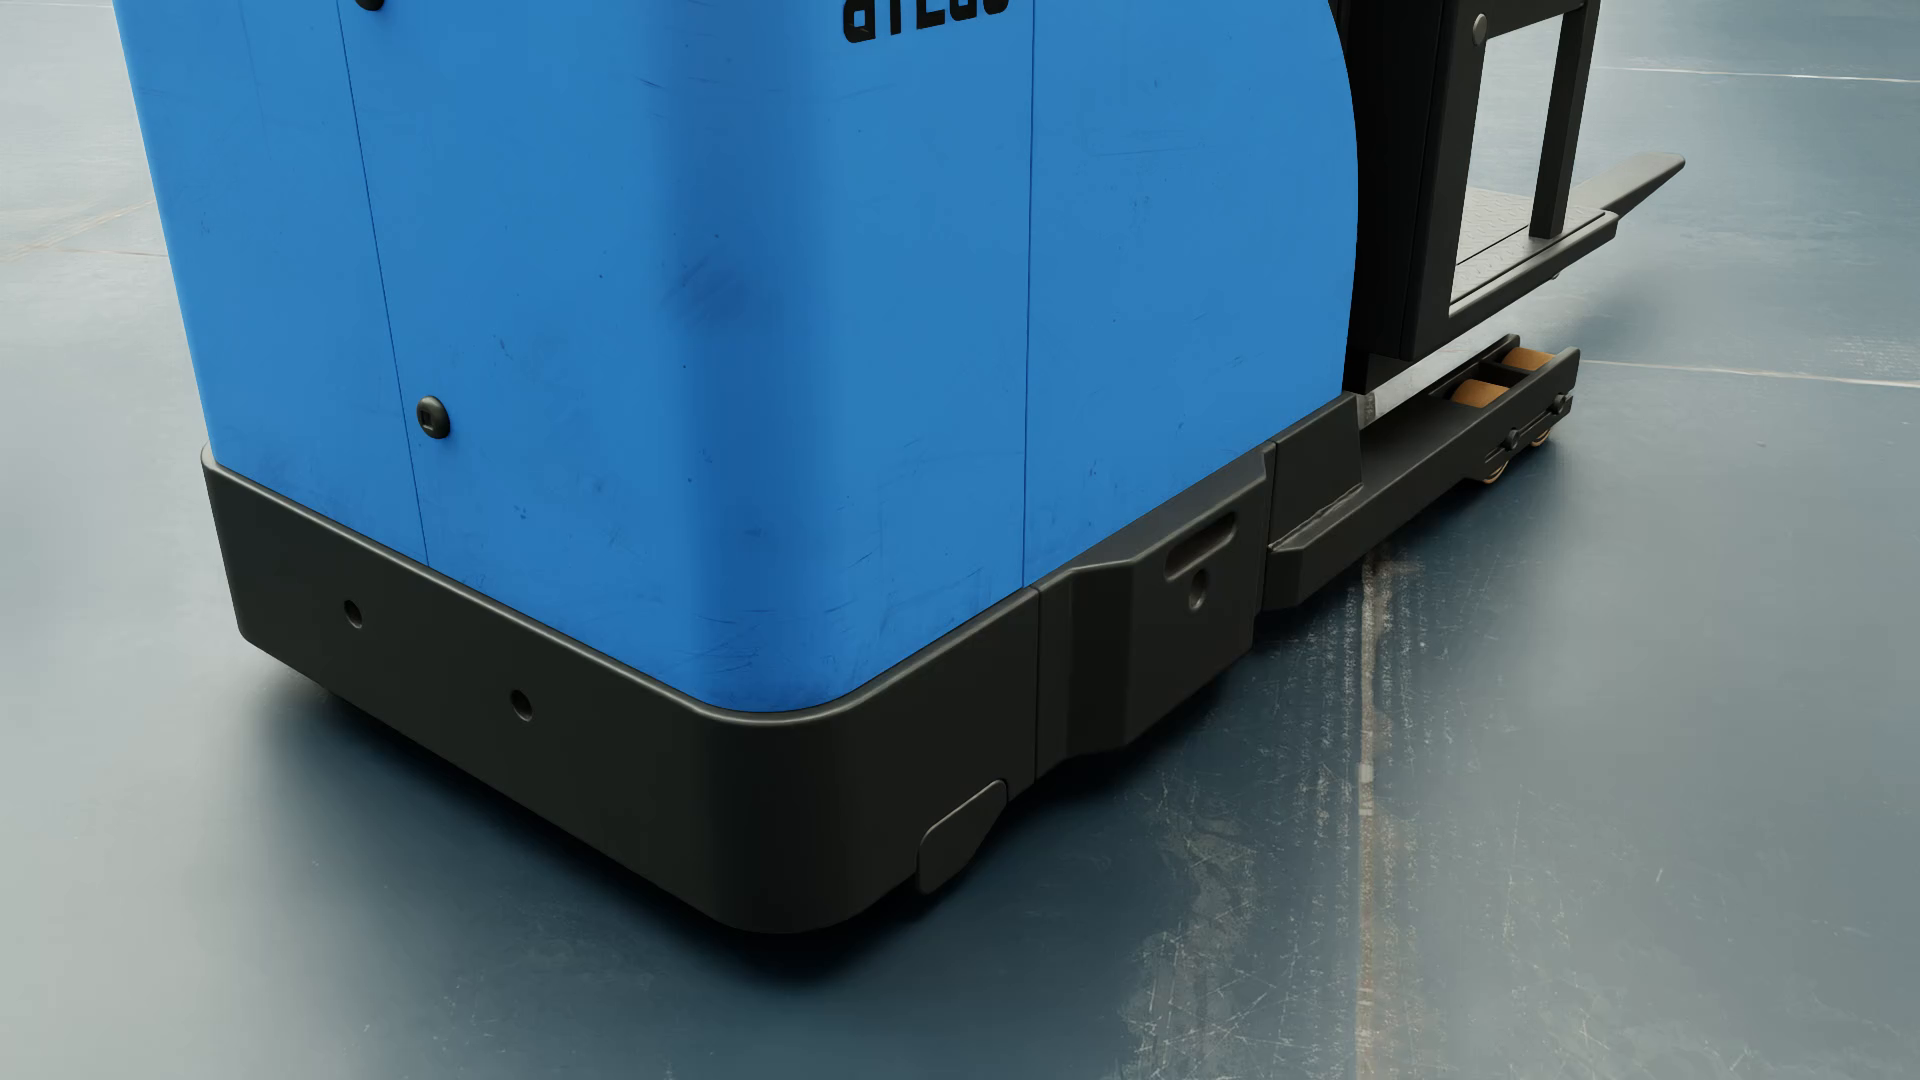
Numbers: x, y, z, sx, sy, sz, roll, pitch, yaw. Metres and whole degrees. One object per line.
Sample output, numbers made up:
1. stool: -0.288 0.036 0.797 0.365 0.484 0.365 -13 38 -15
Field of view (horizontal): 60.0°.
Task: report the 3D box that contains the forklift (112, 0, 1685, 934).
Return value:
1. forklift: 0.391 -1.525 2.269 1.130 2.935 3.031 20 33 34
